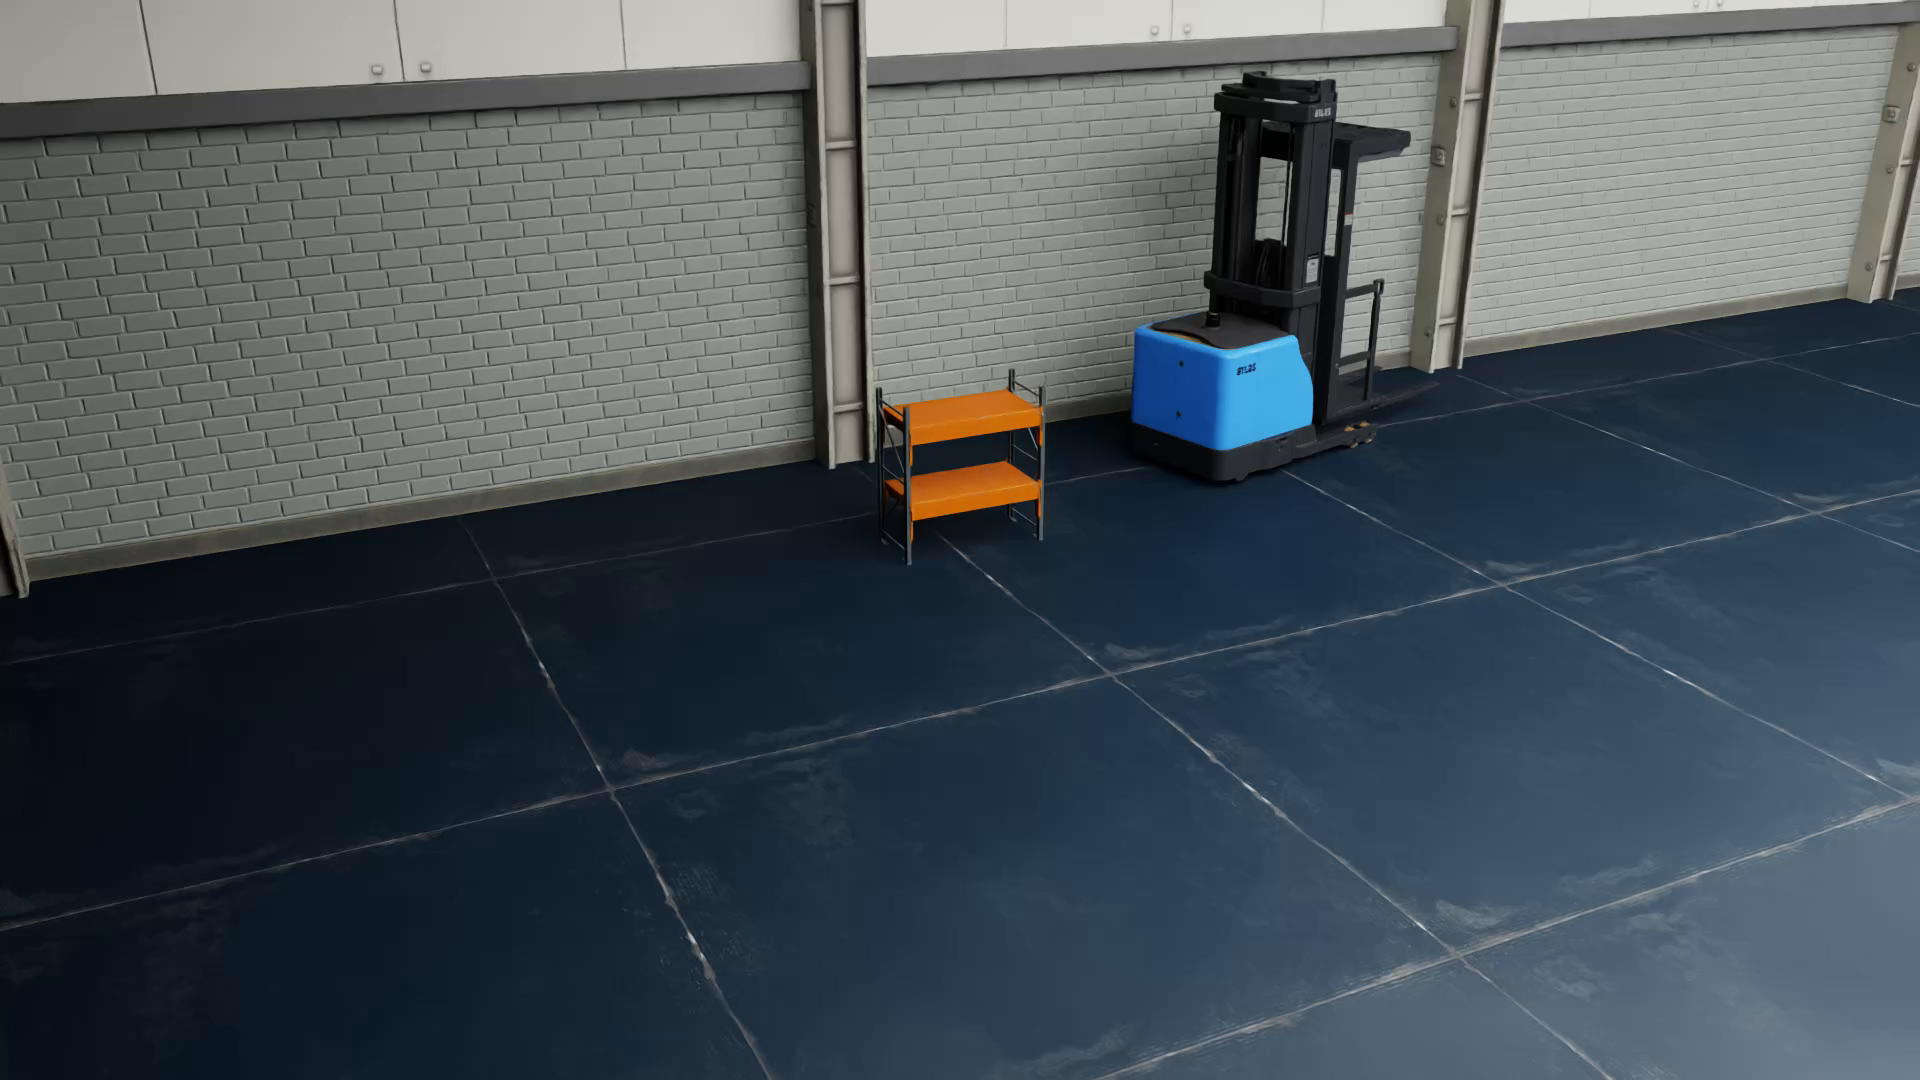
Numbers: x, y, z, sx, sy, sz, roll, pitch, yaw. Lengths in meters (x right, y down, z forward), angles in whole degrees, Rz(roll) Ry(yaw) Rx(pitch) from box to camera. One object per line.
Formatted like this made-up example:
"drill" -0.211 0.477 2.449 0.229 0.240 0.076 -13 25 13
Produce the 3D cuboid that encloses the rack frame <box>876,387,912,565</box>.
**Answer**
"rack frame" -0.452 -0.437 11.334 0.032 1.125 0.500 -10 25 -24

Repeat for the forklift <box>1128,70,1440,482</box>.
"forklift" 2.803 -2.245 13.342 3.031 2.935 1.130 -18 28 -36

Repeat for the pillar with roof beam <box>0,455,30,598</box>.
"pillar with roof beam" -4.460 -2.322 5.594 0.400 9.000 9.100 -10 25 -24

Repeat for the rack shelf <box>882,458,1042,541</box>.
"rack shelf" 0.006 -0.295 11.631 1.000 0.278 0.538 -10 25 -24

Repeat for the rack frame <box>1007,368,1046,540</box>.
"rack frame" 0.464 -0.605 11.741 0.032 1.125 0.500 -10 25 -24

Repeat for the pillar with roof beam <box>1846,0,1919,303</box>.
"pillar with roof beam" 11.759 -5.308 12.807 0.400 9.000 9.100 -10 25 -24

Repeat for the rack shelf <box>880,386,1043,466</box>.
"rack shelf" 0.006 -0.791 11.426 1.000 0.278 0.538 -10 25 -24

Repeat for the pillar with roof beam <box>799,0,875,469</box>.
"pillar with roof beam" 0.946 -3.317 7.998 0.400 9.000 9.100 -10 25 -24

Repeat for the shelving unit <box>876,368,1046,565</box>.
"shelving unit" 0.006 -0.521 11.538 1.048 1.125 0.538 -10 25 -24

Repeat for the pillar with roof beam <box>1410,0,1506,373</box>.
"pillar with roof beam" 6.353 -4.313 10.403 0.400 9.000 9.100 -10 25 -24
